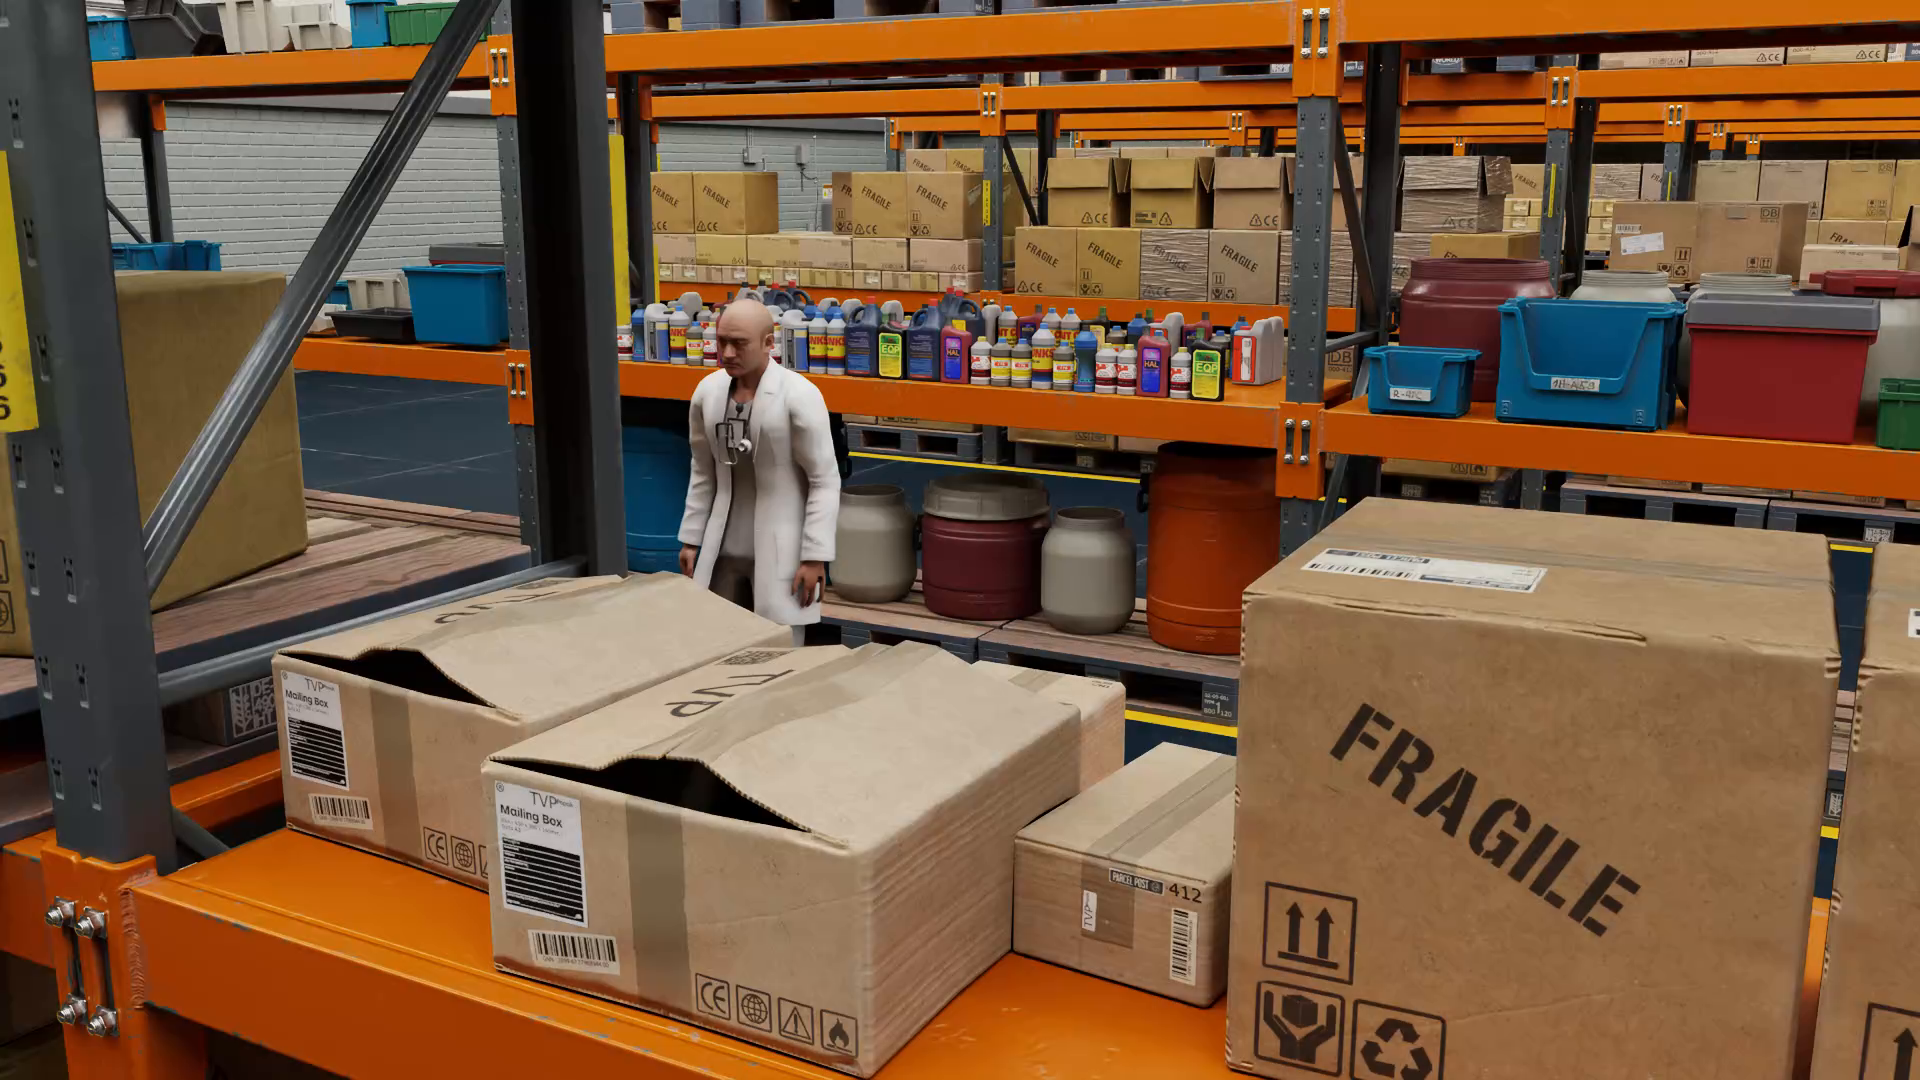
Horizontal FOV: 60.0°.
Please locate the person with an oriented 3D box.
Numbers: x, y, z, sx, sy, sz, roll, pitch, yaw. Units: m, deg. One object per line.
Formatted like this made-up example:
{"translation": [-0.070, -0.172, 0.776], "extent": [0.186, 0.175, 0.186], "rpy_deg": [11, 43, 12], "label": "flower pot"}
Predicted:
{"translation": [-0.709, 0.055, 5.756], "extent": [0.642, 1.773, 0.427], "rpy_deg": [7, 14, 28], "label": "person"}
